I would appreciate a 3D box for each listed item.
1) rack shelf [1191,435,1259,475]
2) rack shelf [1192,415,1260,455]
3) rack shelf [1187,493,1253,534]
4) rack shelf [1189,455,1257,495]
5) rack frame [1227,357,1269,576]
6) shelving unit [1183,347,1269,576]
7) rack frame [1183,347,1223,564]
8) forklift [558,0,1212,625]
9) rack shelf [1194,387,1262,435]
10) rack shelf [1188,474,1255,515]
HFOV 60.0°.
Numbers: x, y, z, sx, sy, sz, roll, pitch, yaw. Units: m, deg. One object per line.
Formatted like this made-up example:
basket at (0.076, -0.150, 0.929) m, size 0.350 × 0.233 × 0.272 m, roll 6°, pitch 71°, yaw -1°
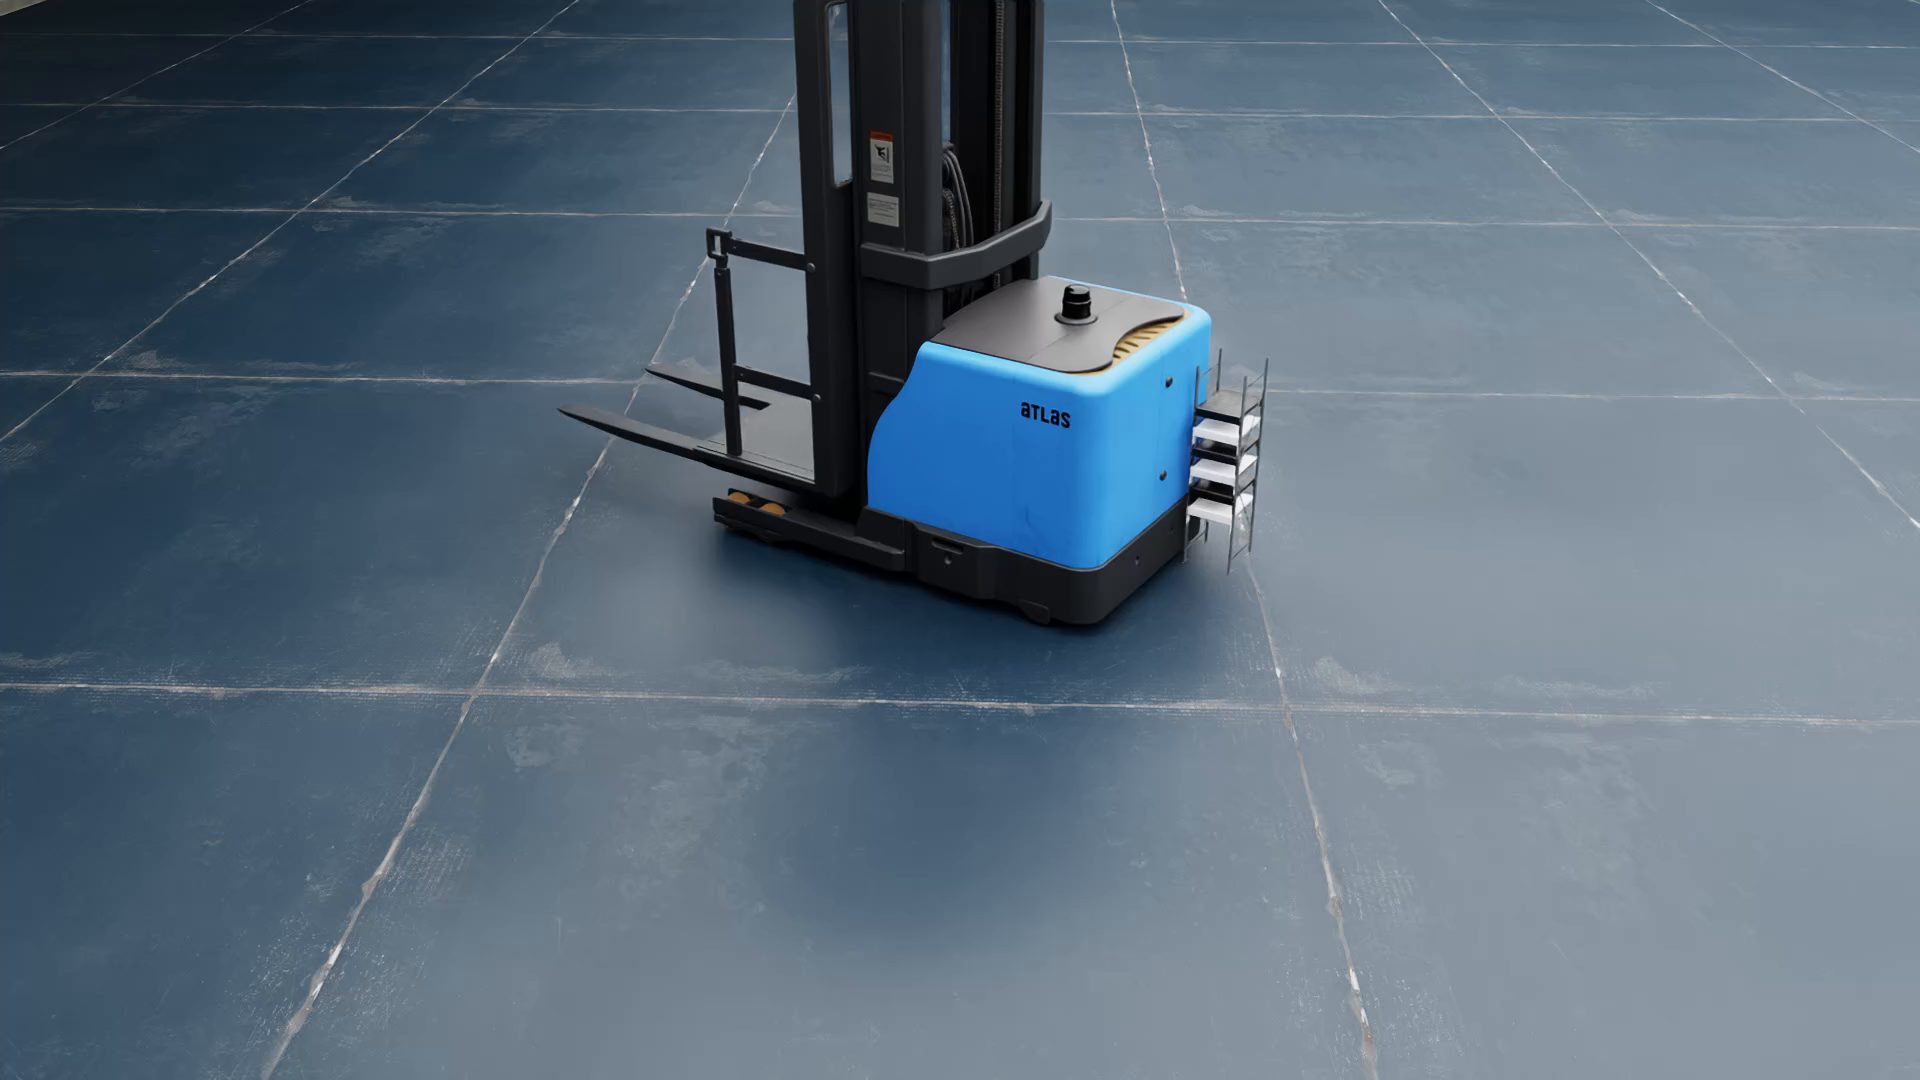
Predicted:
rack shelf at (1.098, -0.370, 6.866) m, size 0.200 × 0.077 × 0.258 m, roll 16°, pitch 32°, yaw 28°
rack shelf at (1.098, -0.450, 6.824) m, size 0.200 × 0.077 × 0.258 m, roll 16°, pitch 32°, yaw 28°
rack shelf at (1.098, -0.132, 6.993) m, size 0.200 × 0.077 × 0.258 m, roll 16°, pitch 32°, yaw 28°
rack shelf at (1.098, -0.291, 6.908) m, size 0.200 × 0.077 × 0.258 m, roll 16°, pitch 32°, yaw 28°
rack frame at (1.185, -0.295, 6.845) m, size 0.006 × 0.900 × 0.240 m, roll 16°, pitch 32°, yaw 28°
shelving unit at (1.098, -0.320, 6.893) m, size 0.210 × 0.900 × 0.258 m, roll 16°, pitch 32°, yaw 28°
rack frame at (1.012, -0.345, 6.940) m, size 0.006 × 0.900 × 0.240 m, roll 16°, pitch 32°, yaw 28°
forklift at (-0.480, -1.474, 6.902) m, size 3.031 × 2.935 × 1.130 m, roll 17°, pitch 32°, yaw 29°
rack shelf at (1.098, -0.529, 6.782) m, size 0.200 × 0.077 × 0.258 m, roll 16°, pitch 32°, yaw 28°
rack shelf at (1.098, -0.211, 6.951) m, size 0.200 × 0.077 × 0.258 m, roll 16°, pitch 32°, yaw 28°
